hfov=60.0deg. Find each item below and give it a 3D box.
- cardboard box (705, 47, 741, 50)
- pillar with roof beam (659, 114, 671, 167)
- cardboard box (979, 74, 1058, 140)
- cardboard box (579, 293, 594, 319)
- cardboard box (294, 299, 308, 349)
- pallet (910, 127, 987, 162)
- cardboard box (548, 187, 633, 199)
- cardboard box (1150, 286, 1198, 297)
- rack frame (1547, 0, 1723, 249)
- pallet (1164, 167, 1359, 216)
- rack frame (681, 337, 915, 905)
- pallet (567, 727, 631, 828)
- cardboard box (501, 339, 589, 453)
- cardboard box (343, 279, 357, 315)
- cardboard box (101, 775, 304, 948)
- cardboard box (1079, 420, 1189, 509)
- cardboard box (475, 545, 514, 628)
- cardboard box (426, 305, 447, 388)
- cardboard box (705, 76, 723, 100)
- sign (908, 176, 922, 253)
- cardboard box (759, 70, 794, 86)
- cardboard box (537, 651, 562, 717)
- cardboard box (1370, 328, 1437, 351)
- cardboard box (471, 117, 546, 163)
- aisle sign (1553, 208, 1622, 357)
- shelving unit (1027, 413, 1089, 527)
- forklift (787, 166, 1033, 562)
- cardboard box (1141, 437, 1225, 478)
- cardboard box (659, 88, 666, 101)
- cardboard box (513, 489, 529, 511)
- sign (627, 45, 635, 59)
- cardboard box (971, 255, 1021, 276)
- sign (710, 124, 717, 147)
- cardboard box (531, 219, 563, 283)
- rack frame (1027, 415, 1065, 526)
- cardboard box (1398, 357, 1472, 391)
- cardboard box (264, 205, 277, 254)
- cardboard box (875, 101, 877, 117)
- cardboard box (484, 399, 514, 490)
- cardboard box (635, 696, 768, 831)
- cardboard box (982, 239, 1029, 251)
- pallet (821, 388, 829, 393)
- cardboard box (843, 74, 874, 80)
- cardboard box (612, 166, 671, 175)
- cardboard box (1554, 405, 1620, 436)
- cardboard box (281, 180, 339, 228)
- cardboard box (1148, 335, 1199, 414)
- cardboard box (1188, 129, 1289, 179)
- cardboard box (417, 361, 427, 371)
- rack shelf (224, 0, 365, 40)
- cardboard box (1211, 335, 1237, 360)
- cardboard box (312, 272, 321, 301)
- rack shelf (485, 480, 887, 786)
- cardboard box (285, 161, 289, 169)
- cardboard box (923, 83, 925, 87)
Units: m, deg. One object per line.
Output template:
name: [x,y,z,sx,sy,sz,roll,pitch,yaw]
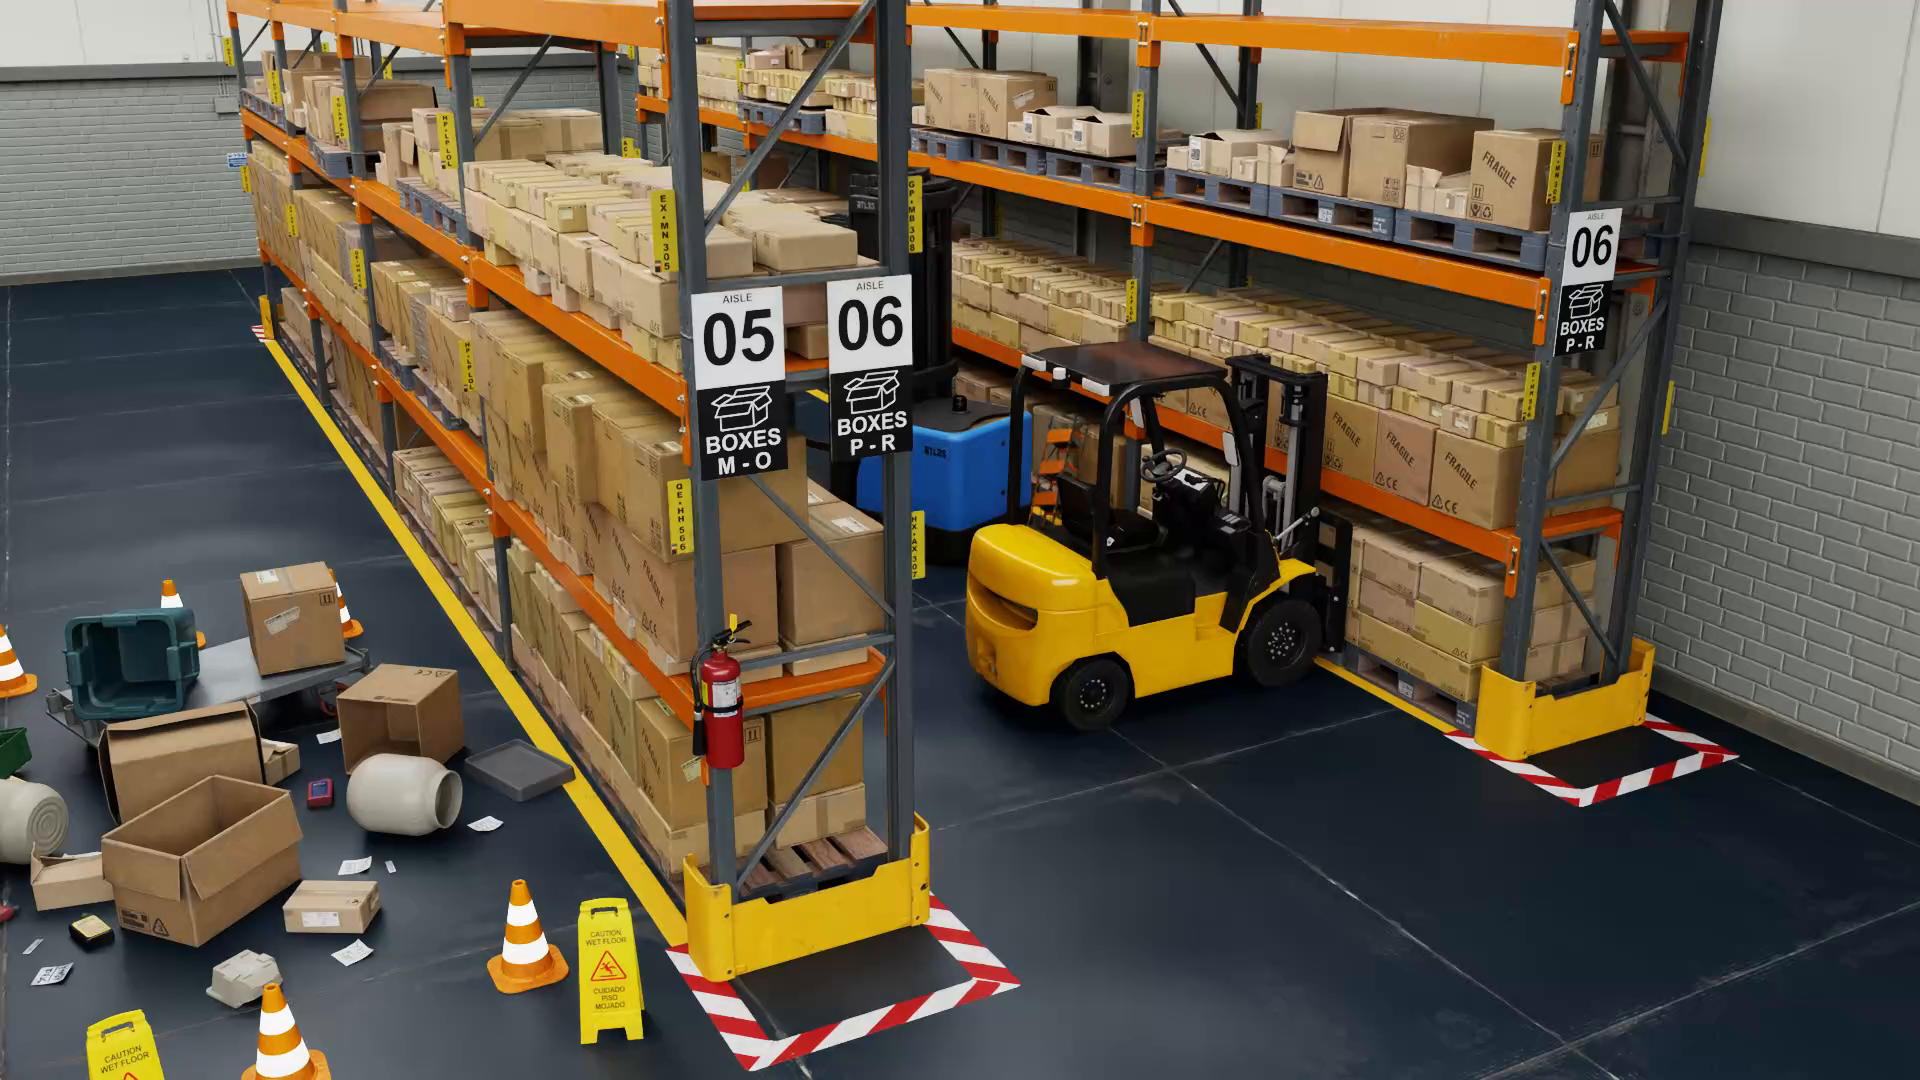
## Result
cardboard box: [-2.960,-6.188,21.375,0.500,0.250,0.500,-10,21,-26]
pillar with roof beam: [-8.193,-7.927,22.808,9.100,9.000,0.400,-10,21,-27]
cardboard box: [0.495,-3.721,14.266,0.500,0.500,0.500,-9,21,-25]
cardboard box: [-1.685,-1.211,8.330,0.380,0.149,0.250,-11,22,-28]
cardboard box: [-7.440,-2.626,19.927,0.875,0.438,0.875,-9,21,-25]
pallet: [0.283,-3.695,15.433,1.213,0.211,1.003,-9,21,-24]
cardboard box: [-1.912,-1.731,8.614,0.380,0.149,0.250,-10,21,-26]
cardboard box: [1.722,-1.972,13.601,0.380,0.149,0.250,-11,22,-28]
rack frame: [3.681,-3.087,8.782,1.000,3.000,0.127,-10,21,-27]
pallet: [2.209,-2.535,11.915,1.003,0.211,1.213,-10,21,-27]
rack frame: [-0.686,0.519,7.529,1.000,3.000,0.127,-10,21,-27]
pallet: [-1.652,1.227,9.752,1.003,0.211,1.213,-10,21,-27]
cardboard box: [-2.129,-0.832,9.301,0.700,0.500,0.500,-11,22,-28]
cardboard box: [-5.185,-2.189,14.841,0.500,0.250,0.500,-11,22,-28]
cardboard box: [-3.748,1.587,8.261,0.637,0.503,0.797,7,20,20]
cardboard box: [1.524,-0.623,13.836,0.875,0.625,0.625,-9,21,-24]
cardboard box: [-2.837,0.264,11.652,0.950,0.372,0.625,-10,21,-26]
cardboard box: [-3.483,-1.404,11.849,0.500,0.500,0.500,-9,21,-25]
cardboard box: [-2.723,-5.431,19.947,0.500,0.250,0.500,-11,22,-28]
sign: [-0.208,-1.396,7.141,0.100,0.325,0.005,-10,21,-27]
cardboard box: [-1.989,-5.083,18.296,0.380,0.149,0.250,-10,22,-28]
cardboard box: [-2.279,0.835,10.186,0.500,0.250,0.500,-9,21,-24]
cardboard box: [3.000,-1.323,11.264,0.380,0.149,0.250,-10,21,-26]
cardboard box: [-2.973,-2.558,10.667,0.500,0.250,0.500,-9,21,-25]
aisle sign: [3.453,-1.416,9.150,0.394,0.787,0.004,-10,21,-27]
shelving unit: [0.798,-0.513,13.568,0.252,1.050,0.215,-3,-24,39]
forklift: [-0.871,-1.584,13.728,3.031,2.935,1.130,15,24,36]
cardboard box: [1.735,-0.583,12.762,0.500,0.250,0.500,-10,22,-27]
cardboard box: [-3.688,-5.781,21.572,0.380,0.149,0.250,-9,21,-25]
cardboard box: [-2.552,-0.306,10.305,0.380,0.149,0.250,-9,21,-25]
sign: [-4.394,-6.591,22.196,0.100,0.325,0.005,-10,21,-27]
cardboard box: [0.327,-2.478,15.065,0.380,0.149,0.250,-10,21,-26]
sign: [-3.419,-5.621,23.063,0.100,0.325,0.005,-10,21,-27]
cardboard box: [-1.896,-1.511,8.588,0.500,0.250,0.500,-10,21,-26]
rack frame: [0.703,-0.508,13.645,0.008,1.050,0.200,-3,-24,39]
cardboard box: [2.980,-1.036,10.430,0.380,0.149,0.250,-10,21,-26]
cardboard box: [-7.818,-3.649,19.456,0.500,0.500,0.500,-10,21,-27]
cardboard box: [-0.604,-4.225,16.297,0.380,0.149,0.250,-11,22,-28]
cardboard box: [-2.622,-0.648,10.301,0.500,0.500,0.500,-10,21,-27]
cardboard box: [-1.296,1.076,8.336,0.500,0.500,0.500,-10,21,-26]
cardboard box: [0.437,-2.782,15.946,0.380,0.149,0.250,-9,21,-25]
pallet: [-1.015,-1.799,18.522,1.003,0.211,1.213,-10,21,-27]
cardboard box: [-1.018,-4.875,17.694,0.380,0.149,0.250,-9,21,-25]
cardboard box: [-1.768,-2.043,9.517,0.380,0.149,0.250,-9,21,-25]
cardboard box: [3.748,-0.742,10.037,0.380,0.149,0.250,-11,22,-28]
cardboard box: [-6.851,-3.538,17.601,0.500,0.500,0.500,-10,21,-27]
cardboard box: [1.762,-1.279,12.585,0.500,0.500,0.500,-11,22,-28]
cardboard box: [1.962,-2.744,11.727,0.500,0.311,0.500,-9,21,-26]
cardboard box: [-4.004,-1.424,12.901,0.380,0.149,0.250,-9,21,-23]
rack shelf: [-7.334,-5.807,18.380,1.077,0.370,4.000,-10,21,-27]
cardboard box: [2.026,-1.394,11.925,0.380,0.149,0.250,-9,21,-25]
cardboard box: [-6.160,-2.539,16.622,0.500,0.250,0.500,-11,22,-28]
rack shelf: [-1.636,0.285,9.310,1.077,0.370,4.000,-10,21,-27]
cardboard box: [-7.086,-4.027,18.023,0.380,0.149,0.250,-10,21,-27]
cardboard box: [-0.145,-4.450,16.492,0.380,0.149,0.250,-10,21,-26]
